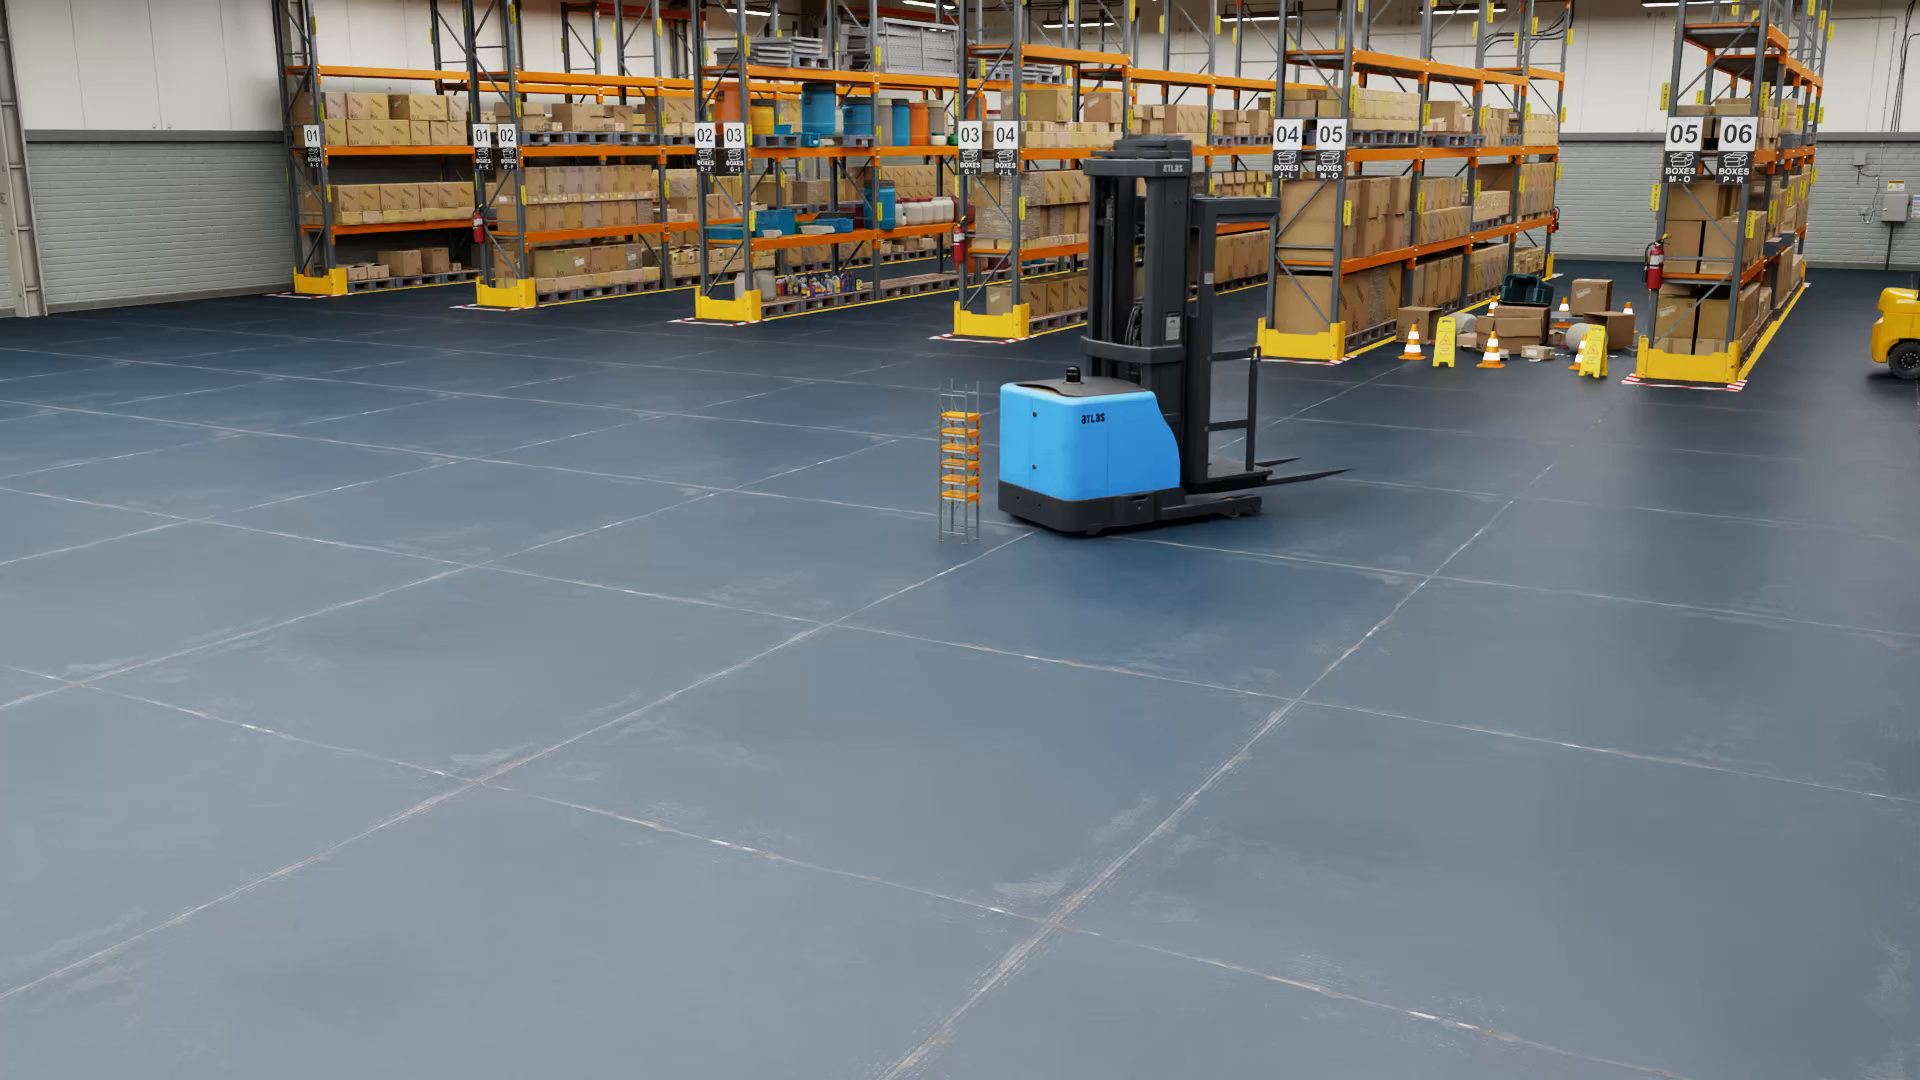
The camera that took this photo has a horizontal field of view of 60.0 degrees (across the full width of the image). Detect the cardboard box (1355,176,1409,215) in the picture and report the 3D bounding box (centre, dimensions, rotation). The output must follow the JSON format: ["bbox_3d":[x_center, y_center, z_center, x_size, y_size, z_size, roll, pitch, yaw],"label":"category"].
[{"bbox_3d":[6.300,-5.239,25.239,0.875,0.550,0.550,7,15,28],"label":"cardboard box"}]

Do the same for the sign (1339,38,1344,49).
[{"bbox_3d":[8.648,-11.228,37.743,0.100,0.325,0.005,7,15,28],"label":"sign"}]

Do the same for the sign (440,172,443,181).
[{"bbox_3d":[-11.117,-7.730,35.726,0.100,0.325,0.005,7,15,28],"label":"sign"}]

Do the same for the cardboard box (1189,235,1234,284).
[{"bbox_3d":[4.665,-5.552,32.802,1.225,0.875,0.875,7,15,25],"label":"cardboard box"}]

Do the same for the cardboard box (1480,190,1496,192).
[{"bbox_3d":[10.526,-6.804,33.509,0.500,0.500,0.500,7,15,28],"label":"cardboard box"}]

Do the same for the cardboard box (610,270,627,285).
[{"bbox_3d":[-6.803,-5.086,32.201,0.500,0.250,0.500,7,15,28],"label":"cardboard box"}]

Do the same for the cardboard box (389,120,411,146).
[{"bbox_3d":[-11.403,-8.166,33.351,0.500,0.500,0.500,8,16,31],"label":"cardboard box"}]

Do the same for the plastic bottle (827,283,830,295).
[{"bbox_3d":[-2.380,-4.505,29.853,0.097,0.201,0.097,0,14,0],"label":"plastic bottle"}]

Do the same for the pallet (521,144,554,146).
[{"bbox_3d":[-9.739,-8.799,36.634,1.213,0.211,1.003,7,15,28],"label":"pallet"}]

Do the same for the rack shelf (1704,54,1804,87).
[{"bbox_3d":[12.021,-7.081,25.093,1.077,0.370,4.000,7,15,28],"label":"rack shelf"}]

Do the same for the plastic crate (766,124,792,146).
[{"bbox_3d":[-3.232,-7.038,28.959,0.392,0.384,0.575,7,15,28],"label":"plastic crate"}]

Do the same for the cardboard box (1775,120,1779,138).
[{"bbox_3d":[11.076,-5.707,23.090,0.500,0.250,0.500,7,15,28],"label":"cardboard box"}]

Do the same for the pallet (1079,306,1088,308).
[{"bbox_3d":[2.086,-3.924,28.359,1.003,0.211,1.213,7,15,28],"label":"pallet"}]

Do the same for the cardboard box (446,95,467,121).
[{"bbox_3d":[-10.634,-8.974,34.567,0.500,0.500,0.500,6,15,23],"label":"cardboard box"}]

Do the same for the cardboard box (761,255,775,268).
[{"bbox_3d":[-4.398,-6.097,36.394,0.500,0.250,0.500,8,16,29],"label":"cardboard box"}]

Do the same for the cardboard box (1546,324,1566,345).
[{"bbox_3d":[8.782,-3.045,24.599,0.258,0.266,0.396,-3,14,-11],"label":"cardboard box"}]

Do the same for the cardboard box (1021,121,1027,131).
[{"bbox_3d":[0.781,-6.210,24.961,0.380,0.149,0.250,7,15,28],"label":"cardboard box"}]

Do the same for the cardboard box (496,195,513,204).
[{"bbox_3d":[-8.207,-6.188,30.202,0.380,0.149,0.250,7,15,27],"label":"cardboard box"}]

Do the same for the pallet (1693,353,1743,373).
[{"bbox_3d":[9.581,-2.300,21.625,1.003,0.211,1.213,7,15,28],"label":"pallet"}]

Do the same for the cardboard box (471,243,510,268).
[{"bbox_3d":[-10.288,-6.256,36.479,0.700,0.500,0.500,8,16,30],"label":"cardboard box"}]

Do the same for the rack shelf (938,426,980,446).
[{"bbox_3d":[-0.007,-0.770,12.335,0.258,0.103,0.180,7,15,28],"label":"rack shelf"}]

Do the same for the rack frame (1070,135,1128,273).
[{"bbox_3d":[2.379,-5.421,28.620,1.000,3.000,0.127,7,15,28],"label":"rack frame"}]

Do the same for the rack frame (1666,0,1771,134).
[{"bbox_3d":[9.121,-6.394,19.856,1.000,3.000,0.127,7,15,28],"label":"rack frame"}]

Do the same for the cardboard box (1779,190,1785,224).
[{"bbox_3d":[12.528,-5.181,25.879,0.500,0.500,0.500,6,15,24],"label":"cardboard box"}]

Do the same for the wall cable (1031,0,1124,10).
[{"bbox_3d":[3.296,-16.103,46.271,3.097,2.526,0.112,7,15,28],"label":"wall cable"}]

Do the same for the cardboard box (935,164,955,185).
[{"bbox_3d":[-0.464,-9.419,42.854,0.500,0.500,0.500,7,15,28],"label":"cardboard box"}]

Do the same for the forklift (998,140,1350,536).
[{"bbox_3d":[1.830,-1.692,13.297,3.031,2.935,1.130,-8,16,-30],"label":"forklift"}]

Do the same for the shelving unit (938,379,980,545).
[{"bbox_3d":[-0.007,-0.580,12.381,0.258,1.200,0.189,7,15,28],"label":"shelving unit"}]

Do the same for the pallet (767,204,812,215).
[{"bbox_3d":[-4.091,-7.419,37.315,1.213,0.211,1.003,7,15,28],"label":"pallet"}]

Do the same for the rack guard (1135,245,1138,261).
[{"bbox_3d":[3.845,-7.236,41.480,1.175,0.500,0.348,7,15,28],"label":"rack guard"}]

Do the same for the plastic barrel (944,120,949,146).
[{"bbox_3d":[-0.441,-8.287,33.867,0.421,0.512,0.421,0,14,0],"label":"plastic barrel"}]

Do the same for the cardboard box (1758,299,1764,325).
[{"bbox_3d":[11.650,-3.481,25.283,0.950,0.372,0.625,9,16,32],"label":"cardboard box"}]

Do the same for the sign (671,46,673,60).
[{"bbox_3d":[-7.236,-12.262,41.862,0.100,0.325,0.005,7,15,28],"label":"sign"}]

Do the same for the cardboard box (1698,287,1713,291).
[{"bbox_3d":[10.032,-3.223,22.871,0.500,0.500,0.500,8,16,31],"label":"cardboard box"}]

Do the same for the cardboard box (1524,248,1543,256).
[{"bbox_3d":[12.254,-6.158,35.594,0.380,0.149,0.250,7,15,27],"label":"cardboard box"}]

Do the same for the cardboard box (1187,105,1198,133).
[{"bbox_3d":[4.063,-7.759,30.637,0.500,0.500,0.500,7,15,28],"label":"cardboard box"}]

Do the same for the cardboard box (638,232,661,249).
[{"bbox_3d":[-7.796,-7.400,40.517,0.750,0.750,0.750,7,15,28],"label":"cardboard box"}]

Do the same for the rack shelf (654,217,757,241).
[{"bbox_3d":[-5.324,-6.605,35.065,1.077,0.370,4.000,7,15,28],"label":"rack shelf"}]

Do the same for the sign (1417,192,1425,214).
[{"bbox_3d":[7.159,-5.235,25.833,0.100,0.325,0.005,7,15,28],"label":"sign"}]

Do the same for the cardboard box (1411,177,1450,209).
[{"bbox_3d":[7.891,-5.893,28.232,0.700,0.500,0.500,7,15,27],"label":"cardboard box"}]

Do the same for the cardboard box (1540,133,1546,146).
[{"bbox_3d":[11.753,-8.245,34.255,0.500,0.250,0.500,8,16,31],"label":"cardboard box"}]

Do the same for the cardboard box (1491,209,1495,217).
[{"bbox_3d":[9.894,-6.190,31.450,0.380,0.149,0.250,8,16,30],"label":"cardboard box"}]

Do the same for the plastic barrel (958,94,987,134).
[{"bbox_3d":[0.254,-8.790,34.383,0.600,0.830,0.708,7,15,28],"label":"plastic barrel"}]

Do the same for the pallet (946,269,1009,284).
[{"bbox_3d":[0.322,-5.614,35.369,1.003,0.211,1.213,7,15,28],"label":"pallet"}]

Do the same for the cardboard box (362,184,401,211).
[{"bbox_3d":[-11.566,-6.855,33.245,0.500,0.500,0.500,7,15,26],"label":"cardboard box"}]

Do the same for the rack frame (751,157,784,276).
[{"bbox_3d":[-4.357,-7.365,36.683,1.000,3.000,0.127,7,15,28],"label":"rack frame"}]

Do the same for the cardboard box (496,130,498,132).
[{"bbox_3d":[-9.997,-8.953,36.165,0.500,0.311,0.500,8,16,30],"label":"cardboard box"}]

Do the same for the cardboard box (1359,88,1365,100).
[{"bbox_3d":[5.301,-6.078,22.670,0.380,0.149,0.250,7,15,28],"label":"cardboard box"}]

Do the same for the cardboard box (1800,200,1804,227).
[{"bbox_3d":[15.871,-6.259,31.882,0.500,0.500,0.500,7,15,28],"label":"cardboard box"}]

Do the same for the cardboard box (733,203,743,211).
[{"bbox_3d":[-4.959,-7.160,36.023,0.500,0.311,0.500,7,15,27],"label":"cardboard box"}]

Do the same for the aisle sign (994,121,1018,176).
[{"bbox_3d":[0.678,-5.818,24.718,0.394,0.787,0.004,7,15,28],"label":"aisle sign"}]

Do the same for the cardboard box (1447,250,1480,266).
[{"bbox_3d":[9.151,-5.127,30.236,0.500,0.250,0.500,7,15,26],"label":"cardboard box"}]

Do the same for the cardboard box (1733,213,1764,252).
[{"bbox_3d":[10.568,-4.159,22.536,0.500,0.500,0.500,8,16,30],"label":"cardboard box"}]

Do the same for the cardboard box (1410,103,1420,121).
[{"bbox_3d":[6.659,-6.491,25.234,0.500,0.250,0.500,7,15,27],"label":"cardboard box"}]

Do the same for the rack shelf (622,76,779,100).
[{"bbox_3d":[-5.324,-9.327,34.409,1.077,0.370,4.000,7,15,28],"label":"rack shelf"}]
